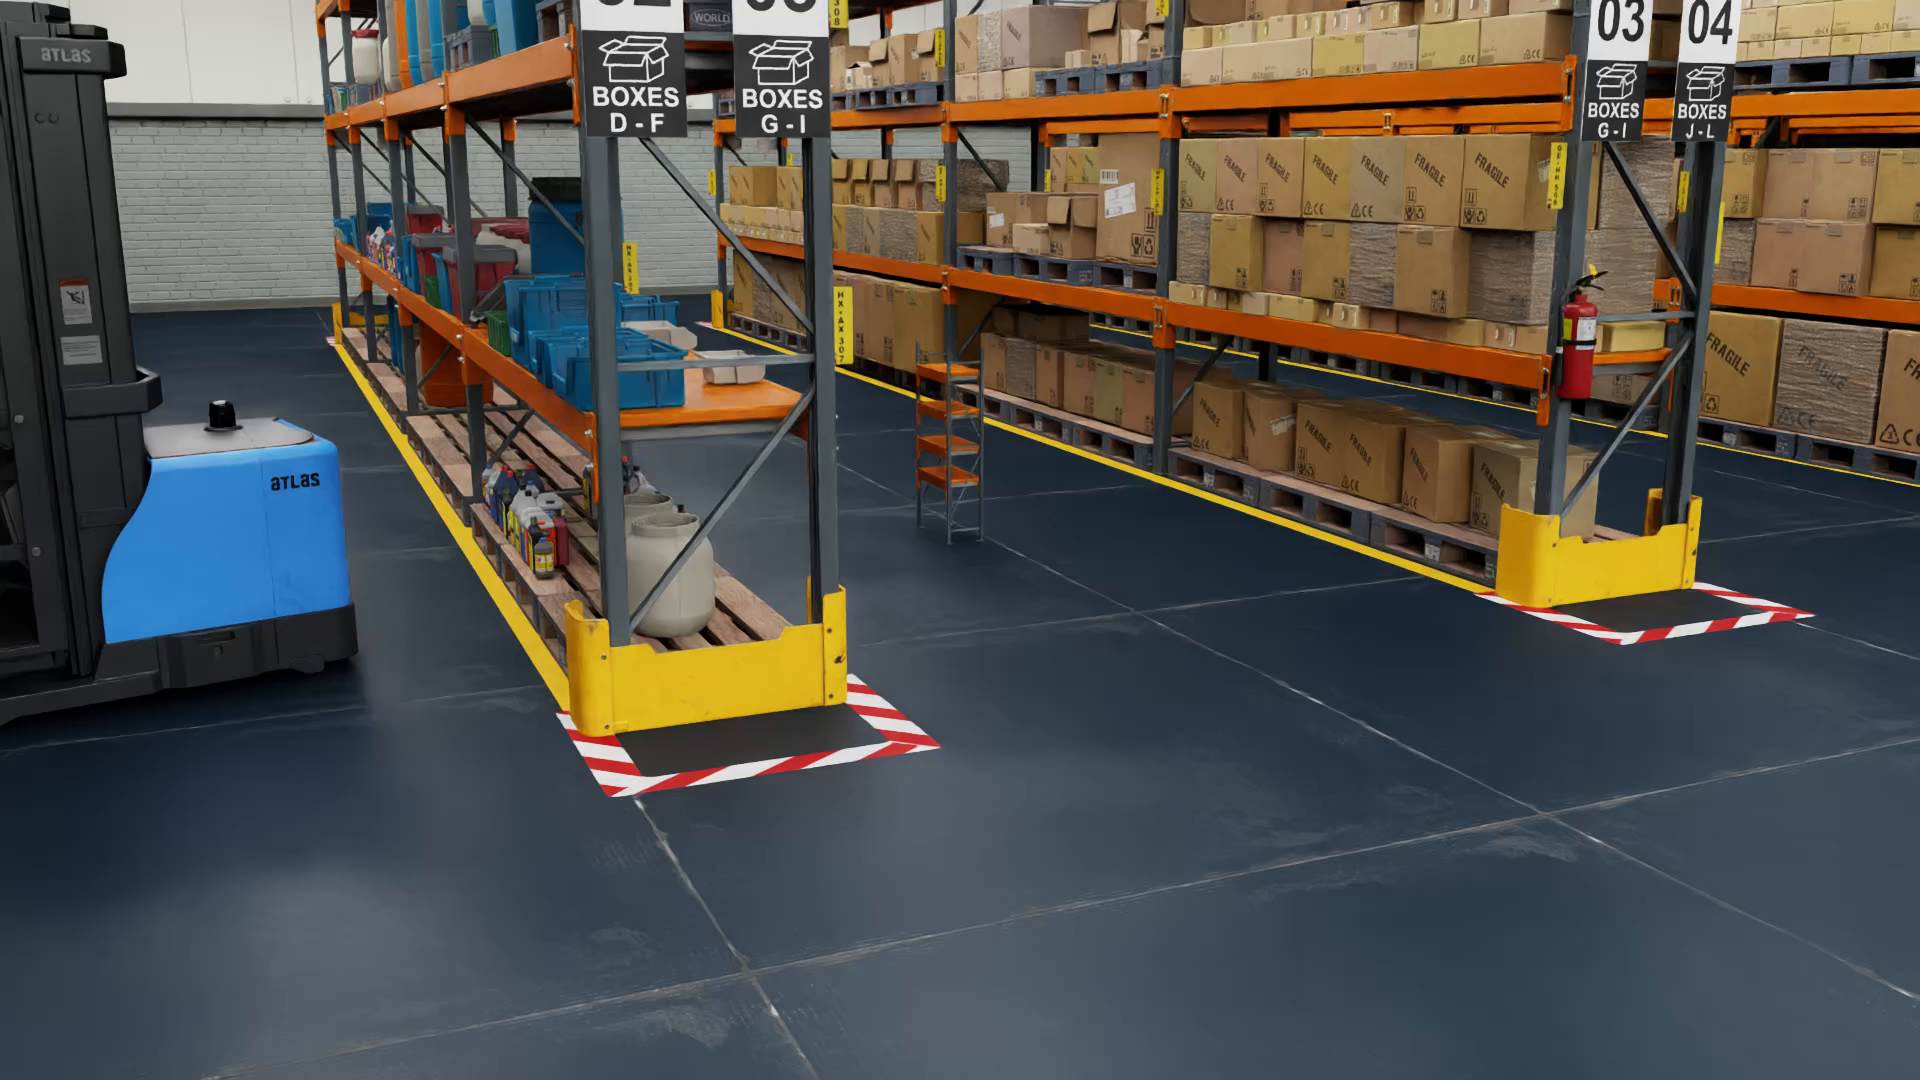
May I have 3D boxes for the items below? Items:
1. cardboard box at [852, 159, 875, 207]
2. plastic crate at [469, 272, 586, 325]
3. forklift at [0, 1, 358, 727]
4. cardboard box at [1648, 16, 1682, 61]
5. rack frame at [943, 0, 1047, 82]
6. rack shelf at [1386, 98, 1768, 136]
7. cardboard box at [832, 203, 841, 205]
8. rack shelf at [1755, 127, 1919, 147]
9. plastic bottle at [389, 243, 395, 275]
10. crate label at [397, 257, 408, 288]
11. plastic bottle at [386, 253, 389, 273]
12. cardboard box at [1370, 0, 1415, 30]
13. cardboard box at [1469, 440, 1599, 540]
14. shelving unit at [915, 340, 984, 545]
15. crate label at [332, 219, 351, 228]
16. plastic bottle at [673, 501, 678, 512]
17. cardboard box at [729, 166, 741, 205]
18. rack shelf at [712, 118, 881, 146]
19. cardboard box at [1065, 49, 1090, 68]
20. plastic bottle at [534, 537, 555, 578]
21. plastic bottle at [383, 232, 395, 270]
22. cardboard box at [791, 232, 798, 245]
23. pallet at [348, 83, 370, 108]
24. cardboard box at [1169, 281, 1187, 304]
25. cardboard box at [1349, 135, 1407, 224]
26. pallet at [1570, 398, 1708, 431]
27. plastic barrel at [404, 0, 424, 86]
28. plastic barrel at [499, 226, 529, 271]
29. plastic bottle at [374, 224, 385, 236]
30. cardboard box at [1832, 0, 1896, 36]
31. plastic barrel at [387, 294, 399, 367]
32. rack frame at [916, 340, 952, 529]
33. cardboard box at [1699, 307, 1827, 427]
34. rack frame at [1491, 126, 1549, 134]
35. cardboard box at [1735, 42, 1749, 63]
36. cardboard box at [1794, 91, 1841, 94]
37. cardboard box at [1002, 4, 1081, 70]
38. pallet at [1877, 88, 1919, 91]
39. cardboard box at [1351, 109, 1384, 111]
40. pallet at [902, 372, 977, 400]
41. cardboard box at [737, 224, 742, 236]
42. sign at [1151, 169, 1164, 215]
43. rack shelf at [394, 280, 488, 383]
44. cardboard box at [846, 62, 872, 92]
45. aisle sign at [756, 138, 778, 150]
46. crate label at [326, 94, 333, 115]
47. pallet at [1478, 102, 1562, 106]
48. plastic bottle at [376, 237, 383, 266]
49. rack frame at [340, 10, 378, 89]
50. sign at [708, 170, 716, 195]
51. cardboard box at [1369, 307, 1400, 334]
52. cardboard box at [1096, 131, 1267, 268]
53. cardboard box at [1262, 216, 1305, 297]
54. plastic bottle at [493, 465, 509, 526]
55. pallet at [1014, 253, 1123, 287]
[{"bbox_3d":[-0.747,-3.910,18.167,0.797,0.503,0.637,-5,14,-22],"label":"cardboard box"},{"bbox_3d":[-2.515,-1.397,9.891,0.767,0.338,0.504,-6,14,-23],"label":"plastic crate"},{"bbox_3d":[-4.301,-0.714,6.955,3.031,2.935,1.130,-9,16,-35],"label":"forklift"},{"bbox_3d":[3.576,-2.679,8.973,0.500,0.250,0.500,-5,14,-21],"label":"cardboard box"},{"bbox_3d":[0.328,-5.743,15.228,1.000,3.000,0.127,-6,14,-23],"label":"rack frame"},{"bbox_3d":[5.714,-3.945,15.708,1.077,0.370,4.000,-6,14,-23],"label":"rack shelf"},{"bbox_3d":[-1.319,-3.578,18.956,0.500,0.500,0.500,-6,14,-23],"label":"cardboard box"},{"bbox_3d":[13.153,-5.689,23.241,1.077,0.370,4.000,-6,14,-23],"label":"rack shelf"},{"bbox_3d":[-5.041,-2.509,14.844,0.097,0.271,0.097,0,13,0],"label":"plastic bottle"},{"bbox_3d":[-4.385,-2.171,13.468,0.303,0.233,0.416,-6,14,-23],"label":"crate label"},{"bbox_3d":[-5.158,-2.535,15.113,0.097,0.201,0.097,0,13,0],"label":"plastic bottle"},{"bbox_3d":[2.621,-3.049,9.687,0.380,0.149,0.250,-6,15,-26],"label":"cardboard box"},{"bbox_3d":[3.298,-0.285,9.562,0.500,0.500,0.500,-3,13,-13],"label":"cardboard box"},{"bbox_3d":[-0.066,-0.619,10.382,0.258,1.200,0.503,-6,14,-23],"label":"shelving unit"},{"bbox_3d":[-7.618,-3.893,20.776,0.416,0.233,0.303,-6,14,-23],"label":"crate label"},{"bbox_3d":[-1.584,-0.079,9.134,0.097,0.271,0.097,0,13,0],"label":"plastic bottle"},{"bbox_3d":[-2.732,-4.684,21.965,0.500,0.500,0.500,-6,14,-24],"label":"cardboard box"},{"bbox_3d":[-2.076,-5.171,21.003,1.077,0.370,4.000,-6,14,-23],"label":"rack shelf"},{"bbox_3d":[1.087,-3.925,13.609,0.380,0.166,0.250,-6,14,-25],"label":"cardboard box"},{"bbox_3d":[-2.143,0.089,8.565,0.097,0.201,0.097,0,13,0],"label":"plastic bottle"},{"bbox_3d":[-5.247,-2.667,15.350,0.144,0.351,0.185,-6,14,-23],"label":"plastic bottle"},{"bbox_3d":[-1.800,-3.611,19.878,0.380,0.149,0.250,-5,14,-22],"label":"cardboard box"},{"bbox_3d":[-5.409,-4.416,16.564,1.213,0.211,1.003,-6,14,-23],"label":"pallet"},{"bbox_3d":[1.741,-1.800,12.053,0.380,0.149,0.250,-6,14,-23],"label":"cardboard box"},{"bbox_3d":[2.682,-2.146,9.892,0.500,0.500,0.500,-6,14,-23],"label":"cardboard box"},{"bbox_3d":[6.137,-1.215,15.153,1.003,0.211,1.213,-6,14,-23],"label":"pallet"},{"bbox_3d":[-3.535,-3.608,11.543,0.600,0.901,0.708,-6,14,-23],"label":"plastic barrel"},{"bbox_3d":[-3.084,-1.982,11.980,0.433,0.535,0.433,0,13,0],"label":"plastic barrel"},{"bbox_3d":[-5.952,-3.065,17.071,0.144,0.351,0.185,-6,14,-23],"label":"plastic bottle"},{"bbox_3d":[6.861,-3.873,12.320,0.500,0.250,0.500,-6,14,-24],"label":"cardboard box"},{"bbox_3d":[-5.610,-2.268,17.239,0.600,0.901,0.708,-6,14,-23],"label":"plastic barrel"},{"bbox_3d":[-0.164,-0.669,10.600,0.240,1.200,0.015,-6,14,-23],"label":"rack frame"},{"bbox_3d":[6.703,-1.455,13.783,0.875,0.875,0.875,-5,14,-22],"label":"cardboard box"},{"bbox_3d":[7.806,-4.542,23.343,1.000,3.000,0.127,-6,14,-23],"label":"rack frame"},{"bbox_3d":[6.350,-3.908,13.353,0.380,0.149,0.250,-6,14,-24],"label":"cardboard box"},{"bbox_3d":[9.779,-5.029,18.573,0.700,0.500,0.500,-6,14,-23],"label":"cardboard box"},{"bbox_3d":[0.688,-4.246,14.078,0.500,0.500,0.500,-6,14,-25],"label":"cardboard box"},{"bbox_3d":[10.442,-4.610,17.402,1.213,0.211,1.003,-6,14,-23],"label":"pallet"},{"bbox_3d":[4.451,-4.853,17.811,0.500,0.500,0.500,-6,14,-23],"label":"cardboard box"},{"bbox_3d":[0.081,-1.632,16.952,1.003,0.211,1.213,-6,14,-23],"label":"pallet"},{"bbox_3d":[-2.724,-4.088,21.939,0.380,0.149,0.250,-6,14,-24],"label":"cardboard box"},{"bbox_3d":[1.423,-2.507,11.984,0.100,0.325,0.005,-6,14,-23],"label":"sign"},{"bbox_3d":[-3.409,-1.610,12.267,1.077,0.370,4.000,-6,14,-23],"label":"rack shelf"},{"bbox_3d":[-0.917,-5.035,18.085,0.500,0.311,0.500,-6,14,-25],"label":"cardboard box"},{"bbox_3d":[-2.631,-5.782,22.934,0.394,0.787,0.004,-6,14,-23],"label":"aisle sign"},{"bbox_3d":[-7.341,-5.195,19.842,0.408,0.251,0.502,-6,14,-23],"label":"crate label"},{"bbox_3d":[5.670,-4.258,15.882,1.003,0.211,1.213,-5,14,-20],"label":"pallet"},{"bbox_3d":[-5.513,-2.770,15.961,0.152,0.276,0.135,-6,14,-23],"label":"plastic bottle"},{"bbox_3d":[-5.813,-6.122,16.866,1.000,3.000,0.127,-6,14,-23],"label":"rack frame"},{"bbox_3d":[-3.388,-4.885,22.728,0.100,0.325,0.005,-6,14,-23],"label":"sign"},{"bbox_3d":[2.713,-1.342,10.075,0.380,0.149,0.250,-6,14,-23],"label":"cardboard box"},{"bbox_3d":[1.740,-2.668,12.983,1.000,1.000,1.000,-6,14,-23],"label":"cardboard box"},{"bbox_3d":[2.514,-1.889,10.996,0.875,0.500,0.500,-6,14,-23],"label":"cardboard box"},{"bbox_3d":[-2.665,-0.266,9.768,0.144,0.351,0.185,-5,14,-21],"label":"plastic bottle"},{"bbox_3d":[1.158,-2.322,14.175,1.003,0.211,1.213,-6,14,-23],"label":"pallet"}]
